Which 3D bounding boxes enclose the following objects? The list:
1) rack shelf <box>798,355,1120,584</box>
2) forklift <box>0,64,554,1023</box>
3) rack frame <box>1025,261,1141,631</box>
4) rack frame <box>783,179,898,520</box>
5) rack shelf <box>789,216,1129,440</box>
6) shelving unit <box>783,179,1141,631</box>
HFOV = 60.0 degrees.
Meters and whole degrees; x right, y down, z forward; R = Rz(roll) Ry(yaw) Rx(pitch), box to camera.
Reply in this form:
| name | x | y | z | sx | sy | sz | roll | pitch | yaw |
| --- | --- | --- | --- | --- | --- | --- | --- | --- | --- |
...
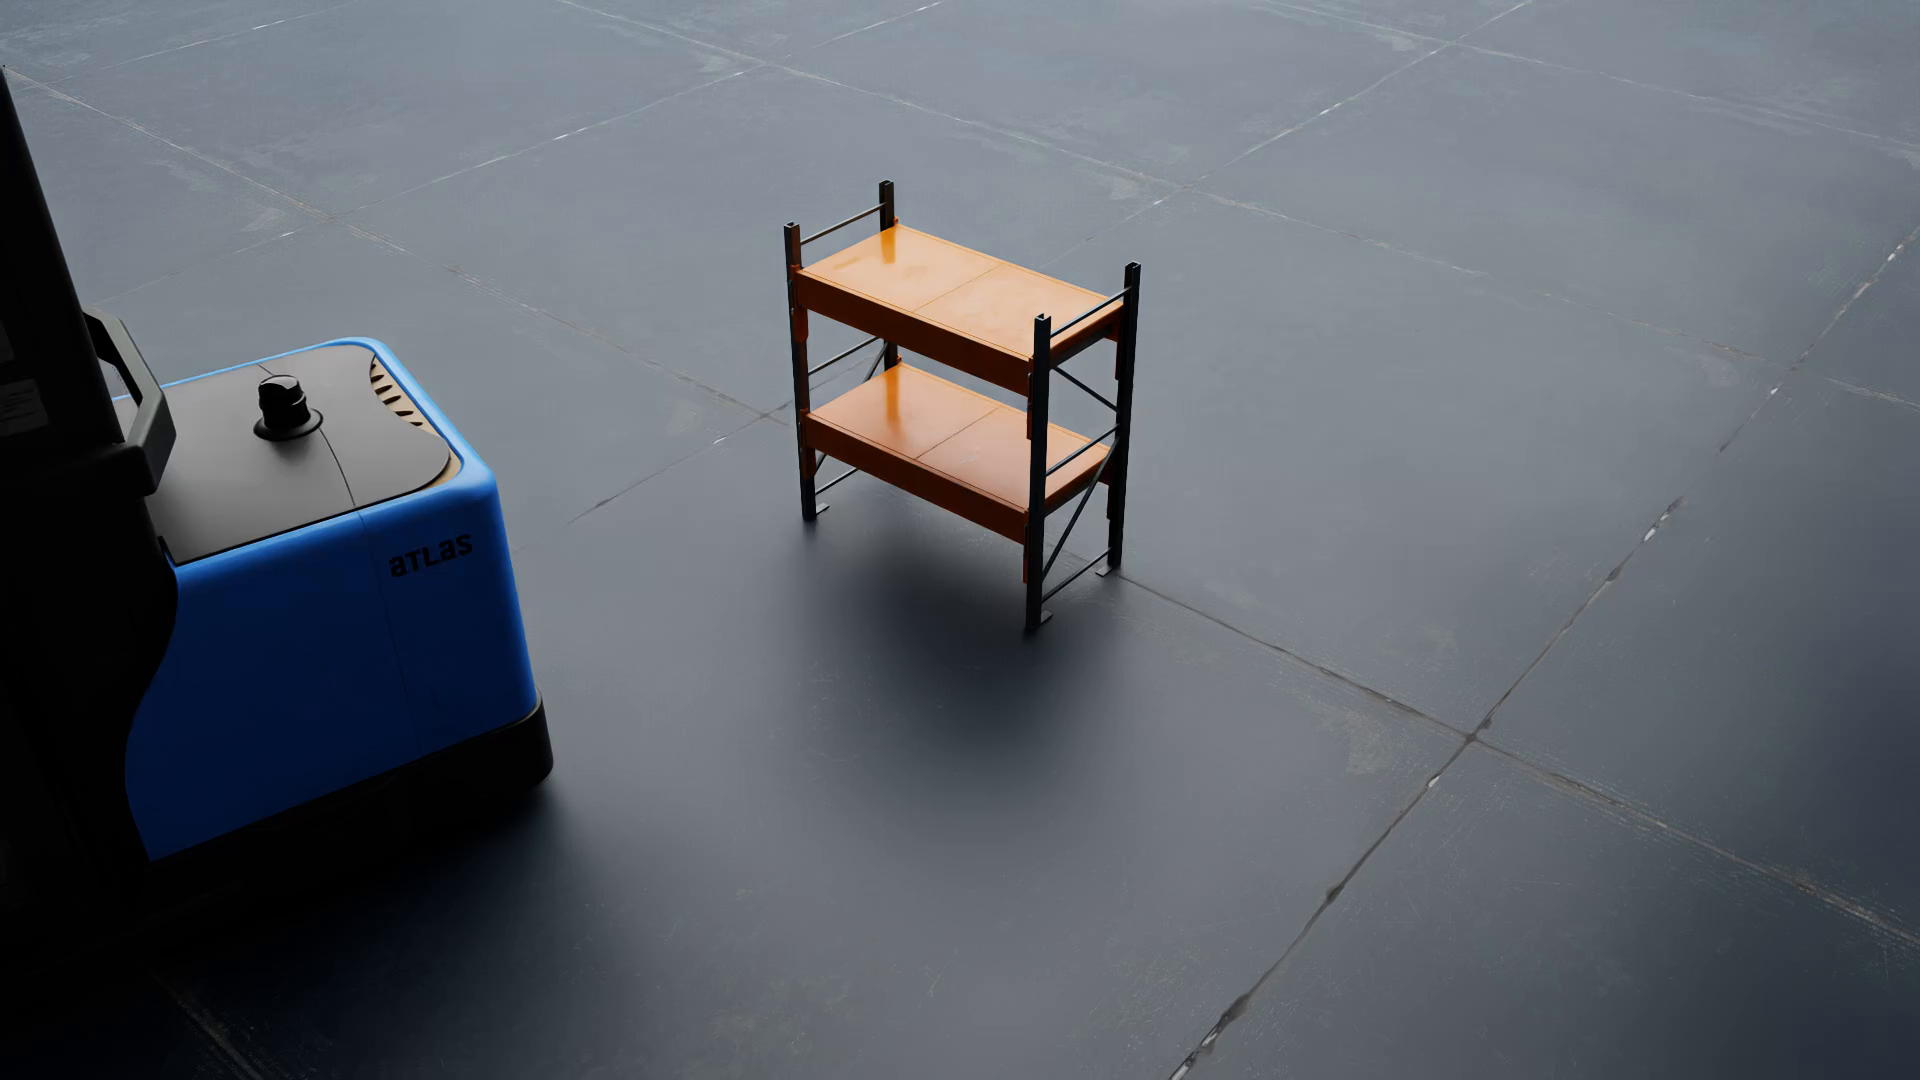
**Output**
| name | x | y | z | sx | sy | sz | roll | pitch | yaw |
| --- | --- | --- | --- | --- | --- | --- | --- | --- | --- |
| rack shelf | -0.005 | -0.265 | 5.678 | 1.000 | 0.278 | 0.538 | 25 | 42 | 32 |
| forklift | -2.676 | -0.244 | 3.620 | 3.031 | 2.935 | 1.130 | -21 | 40 | -28 |
| rack frame | 0.385 | -0.282 | 5.272 | 0.032 | 1.125 | 0.500 | 25 | 42 | 32 |
| rack frame | -0.396 | -0.650 | 5.808 | 0.032 | 1.125 | 0.500 | 25 | 42 | 32 |
| rack shelf | -0.005 | -0.707 | 5.374 | 1.000 | 0.278 | 0.538 | 25 | 42 | 32 |
| shelving unit | -0.005 | -0.466 | 5.540 | 1.048 | 1.125 | 0.538 | 25 | 42 | 32 |
